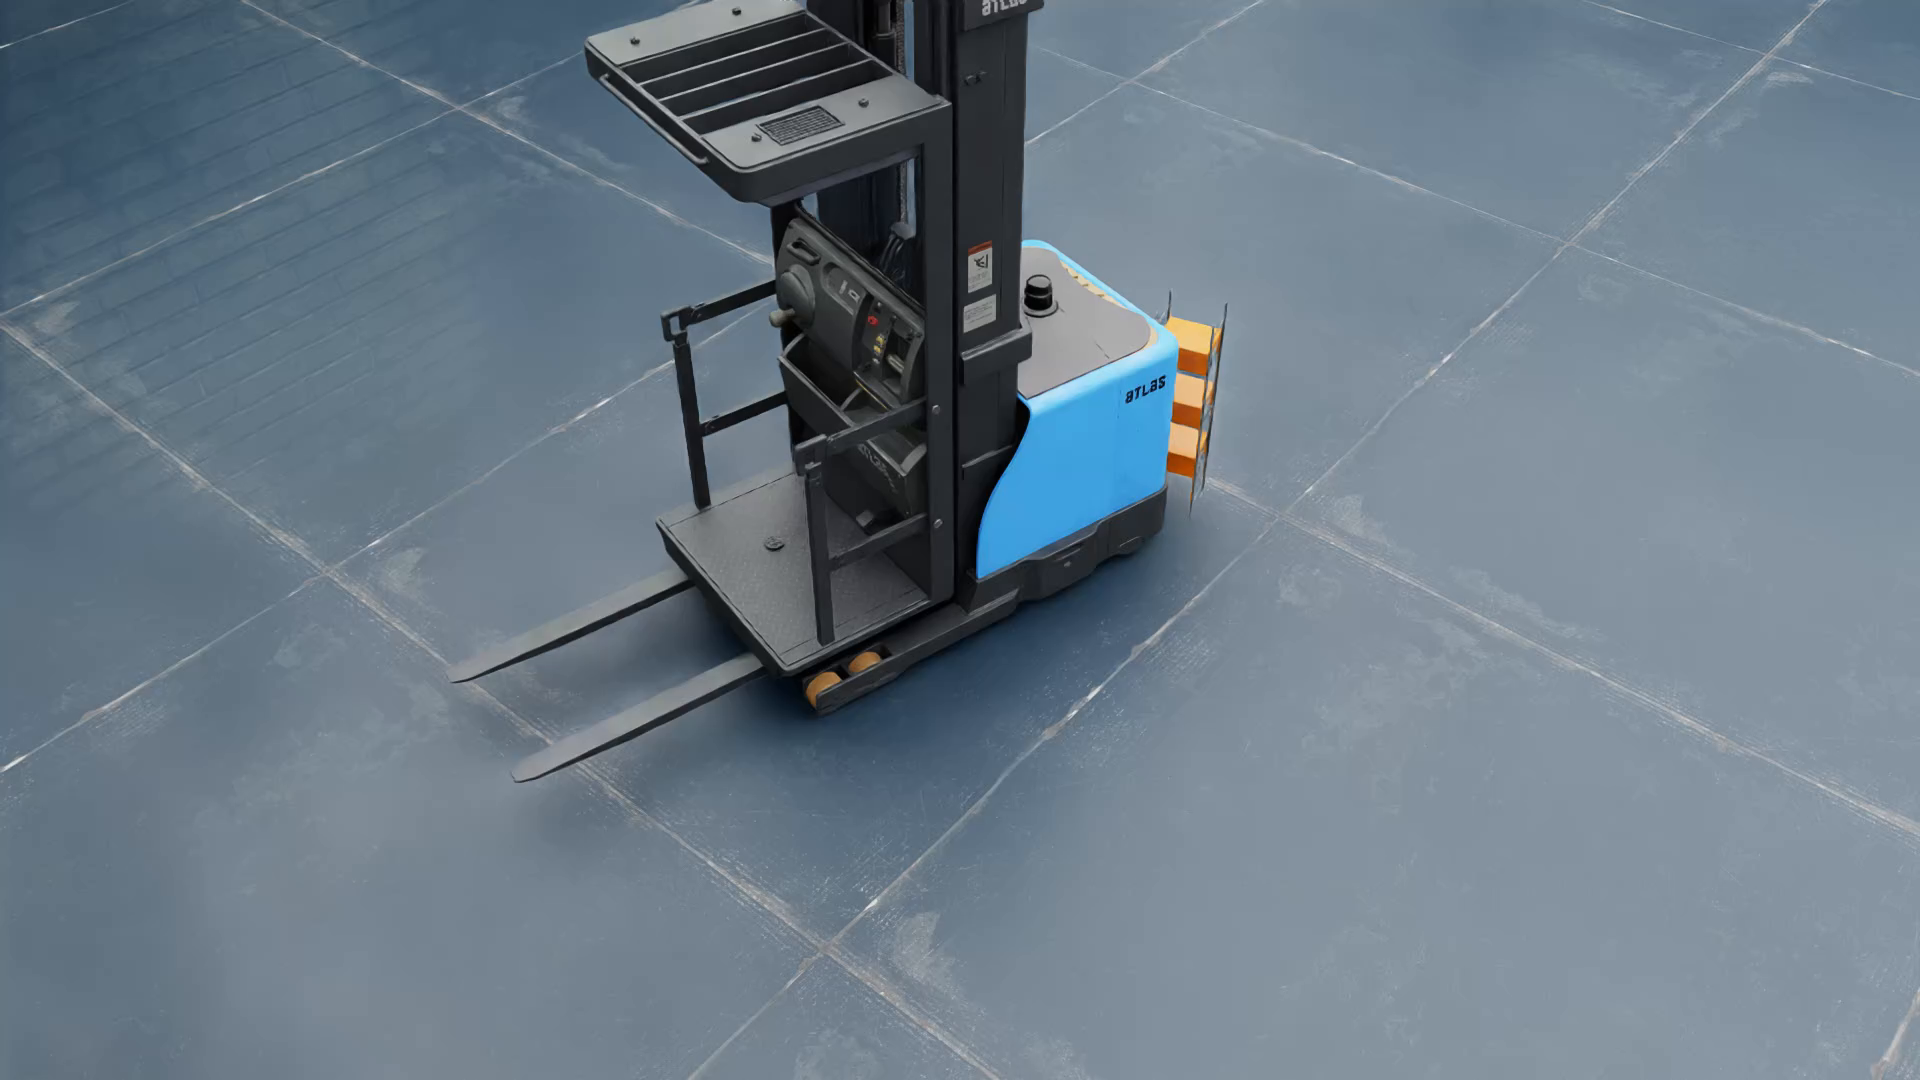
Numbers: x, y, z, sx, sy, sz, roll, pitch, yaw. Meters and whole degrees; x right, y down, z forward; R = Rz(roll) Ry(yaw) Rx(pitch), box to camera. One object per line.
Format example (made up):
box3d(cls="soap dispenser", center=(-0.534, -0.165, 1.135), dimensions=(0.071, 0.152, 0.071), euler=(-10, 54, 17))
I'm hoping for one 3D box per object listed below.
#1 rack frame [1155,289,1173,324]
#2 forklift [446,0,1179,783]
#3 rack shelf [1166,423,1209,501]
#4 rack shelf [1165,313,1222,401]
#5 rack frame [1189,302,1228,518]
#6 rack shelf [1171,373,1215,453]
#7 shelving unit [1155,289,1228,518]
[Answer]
box3d(cls="rack frame", center=(0.857, -0.614, 7.327), dimensions=(0.008, 1.050, 0.200), euler=(16, 45, 17))
box3d(cls="forklift", center=(-0.589, -0.798, 6.131), dimensions=(3.031, 2.935, 1.130), euler=(-25, 48, -25))
box3d(cls="rack shelf", center=(0.969, -0.367, 7.485), dimensions=(0.240, 0.259, 0.215), euler=(16, 45, 17))
box3d(cls="rack shelf", center=(0.969, -0.783, 7.107), dimensions=(0.240, 0.259, 0.215), euler=(16, 45, 17))
box3d(cls="rack frame", center=(1.080, -0.548, 7.254), dimensions=(0.008, 1.050, 0.200), euler=(16, 45, 17))
box3d(cls="rack shelf", center=(0.969, -0.573, 7.298), dimensions=(0.240, 0.259, 0.215), euler=(16, 45, 17))
box3d(cls="shelving unit", center=(0.969, -0.581, 7.291), dimensions=(0.252, 1.050, 0.215), euler=(16, 45, 17))
